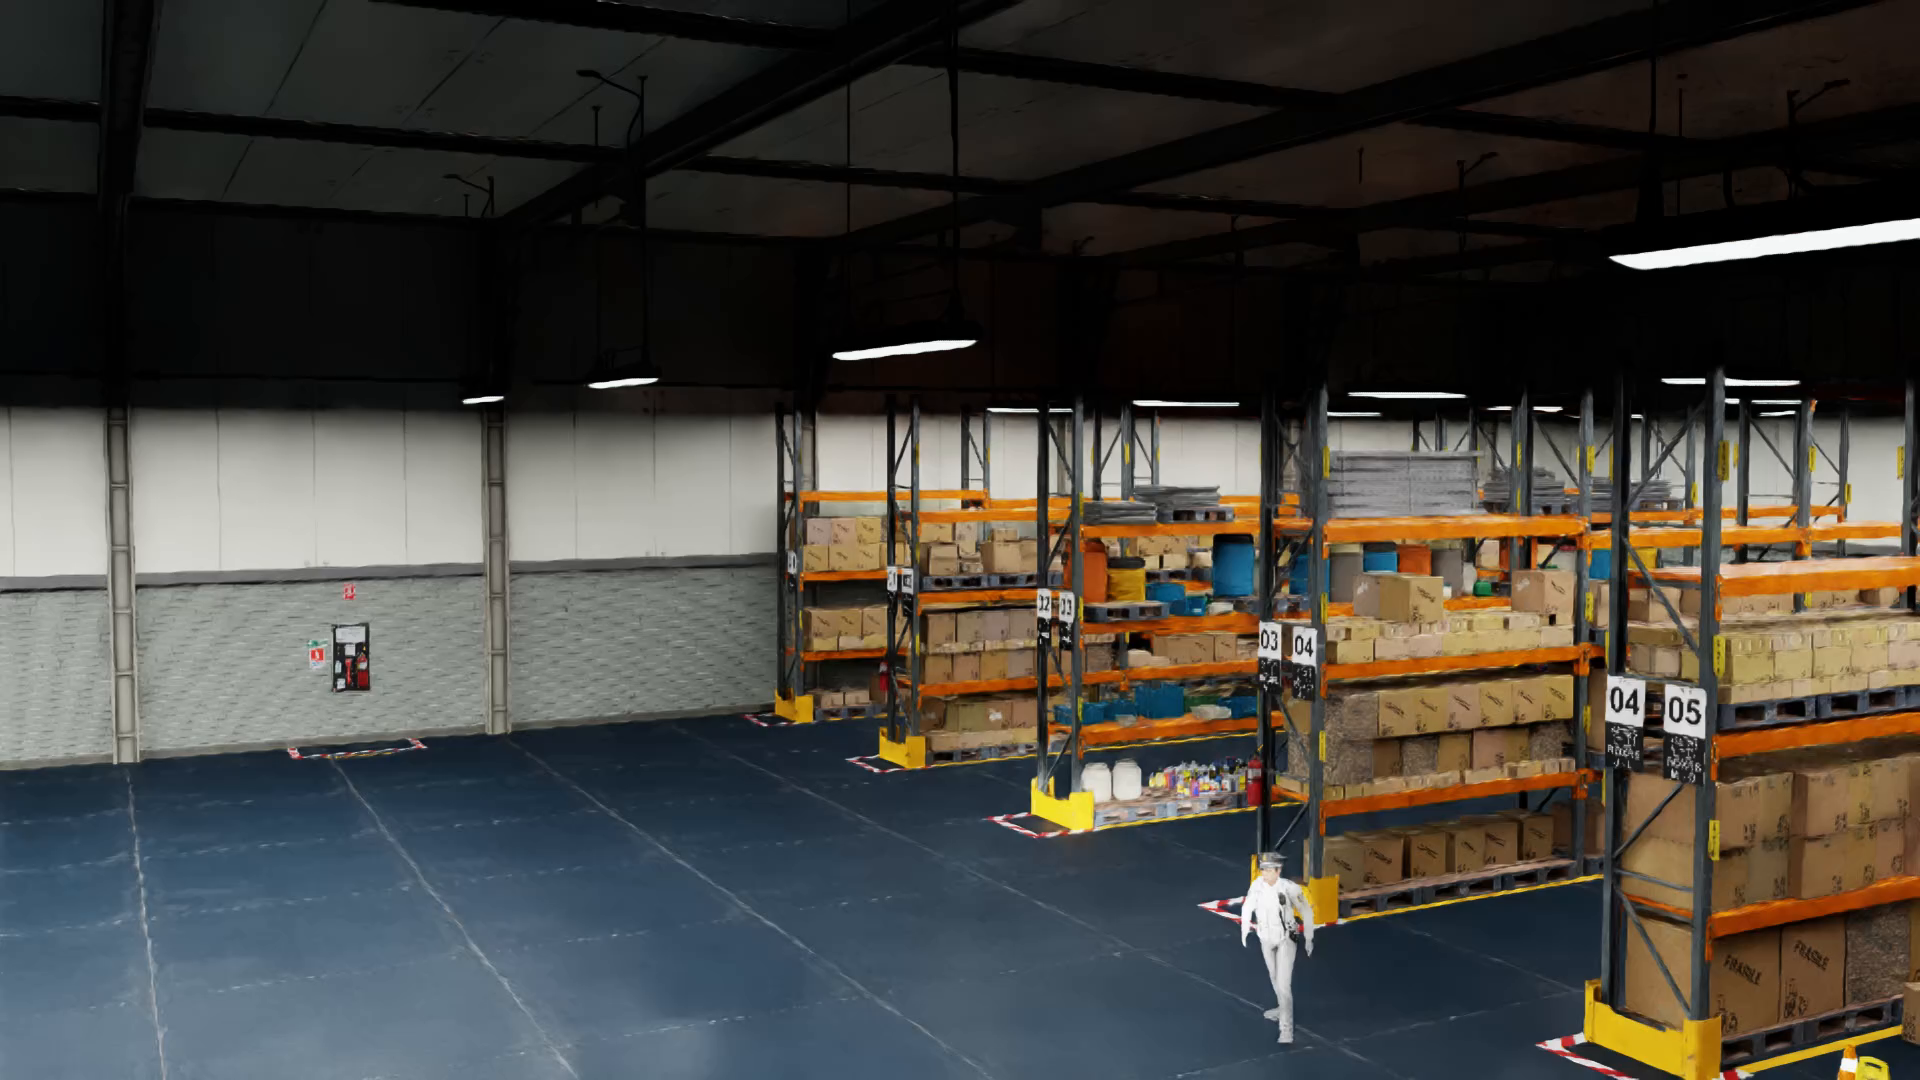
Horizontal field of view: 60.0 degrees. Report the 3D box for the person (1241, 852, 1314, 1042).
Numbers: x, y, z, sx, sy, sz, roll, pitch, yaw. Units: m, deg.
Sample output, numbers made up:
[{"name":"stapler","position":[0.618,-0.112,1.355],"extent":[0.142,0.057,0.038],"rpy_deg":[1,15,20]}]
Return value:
[{"name":"person","position":[2.820,3.522,14.657],"extent":[0.644,1.615,0.783],"rpy_deg":[3,4,44]}]
